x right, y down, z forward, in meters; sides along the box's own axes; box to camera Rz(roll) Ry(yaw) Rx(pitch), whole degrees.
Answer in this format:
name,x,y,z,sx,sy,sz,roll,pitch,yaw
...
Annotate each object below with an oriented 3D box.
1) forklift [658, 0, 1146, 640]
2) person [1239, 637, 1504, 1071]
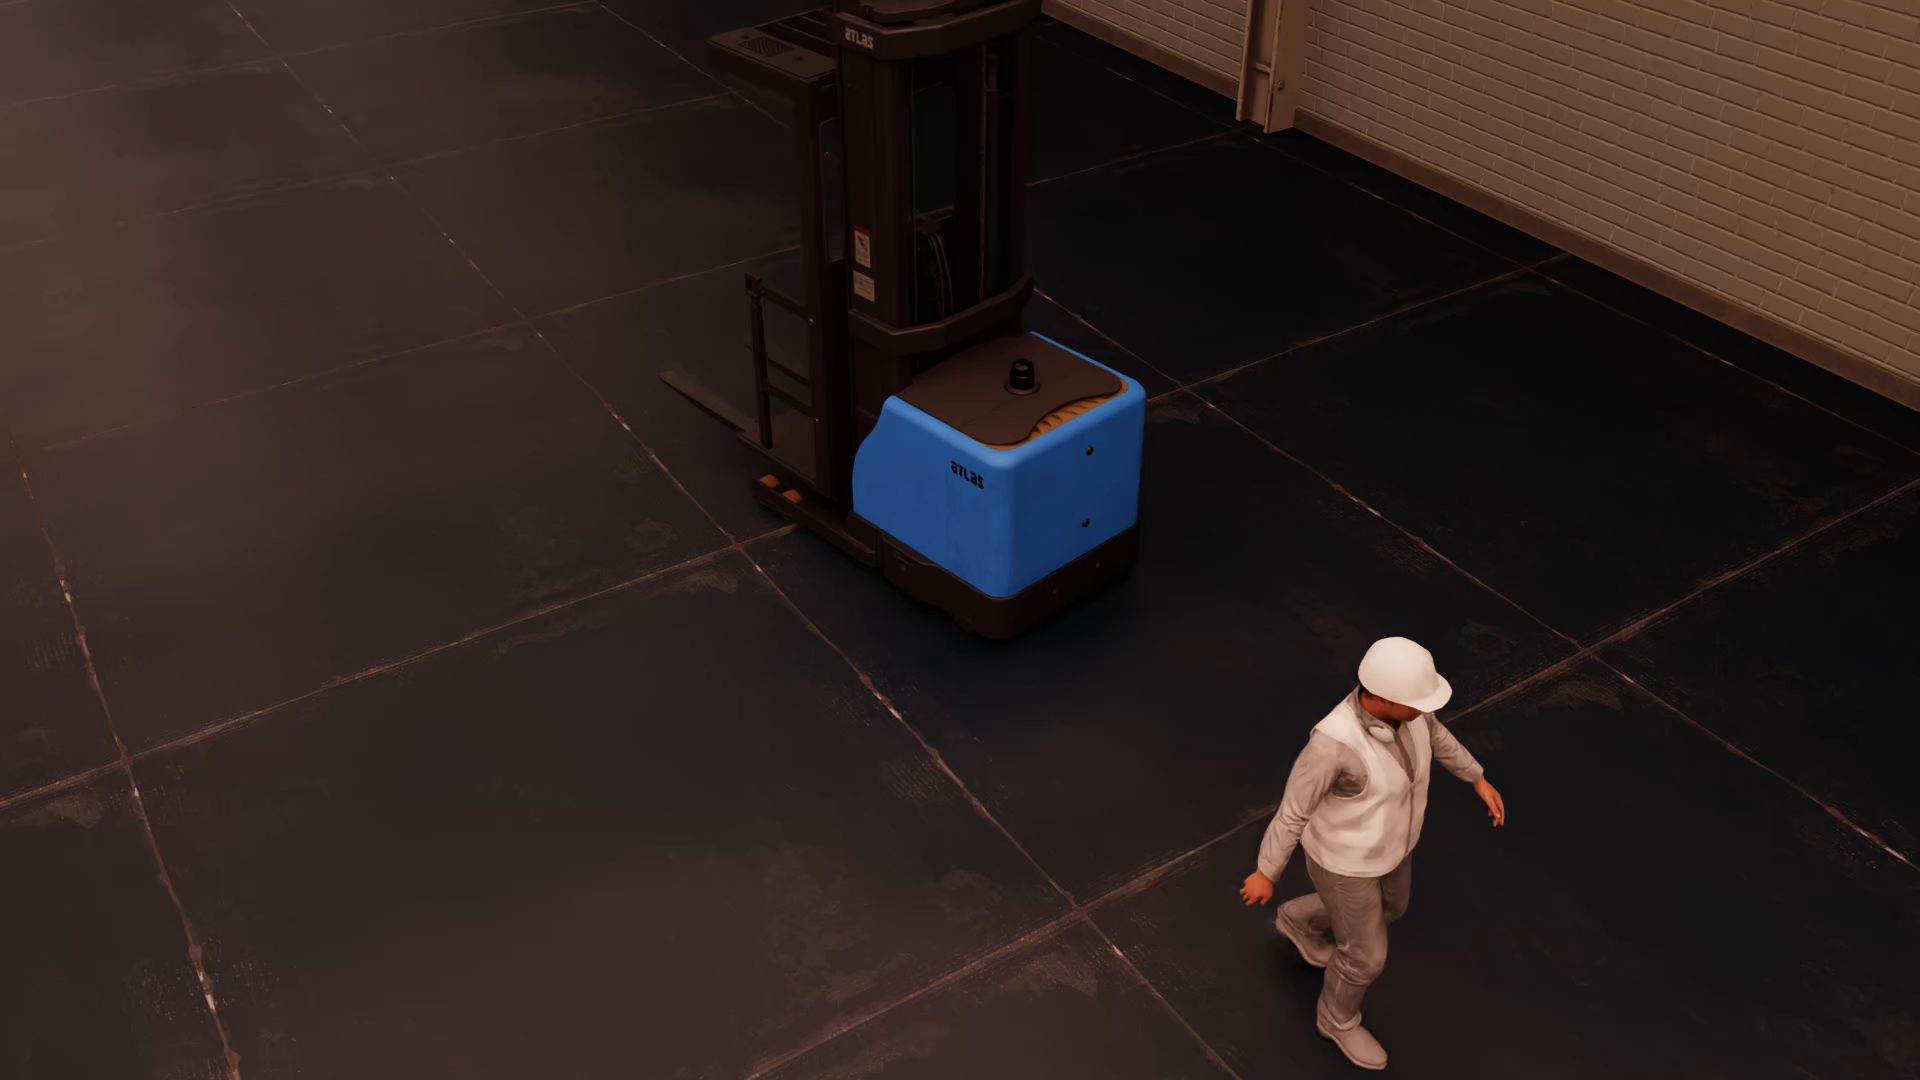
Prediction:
name,x,y,z,sx,sy,sz,roll,pitch,yaw
forklift,-0.477,-1.480,8.254,1.130,2.935,3.031,-29,44,-34
person,1.377,1.037,5.703,0.670,1.754,0.841,27,43,33
